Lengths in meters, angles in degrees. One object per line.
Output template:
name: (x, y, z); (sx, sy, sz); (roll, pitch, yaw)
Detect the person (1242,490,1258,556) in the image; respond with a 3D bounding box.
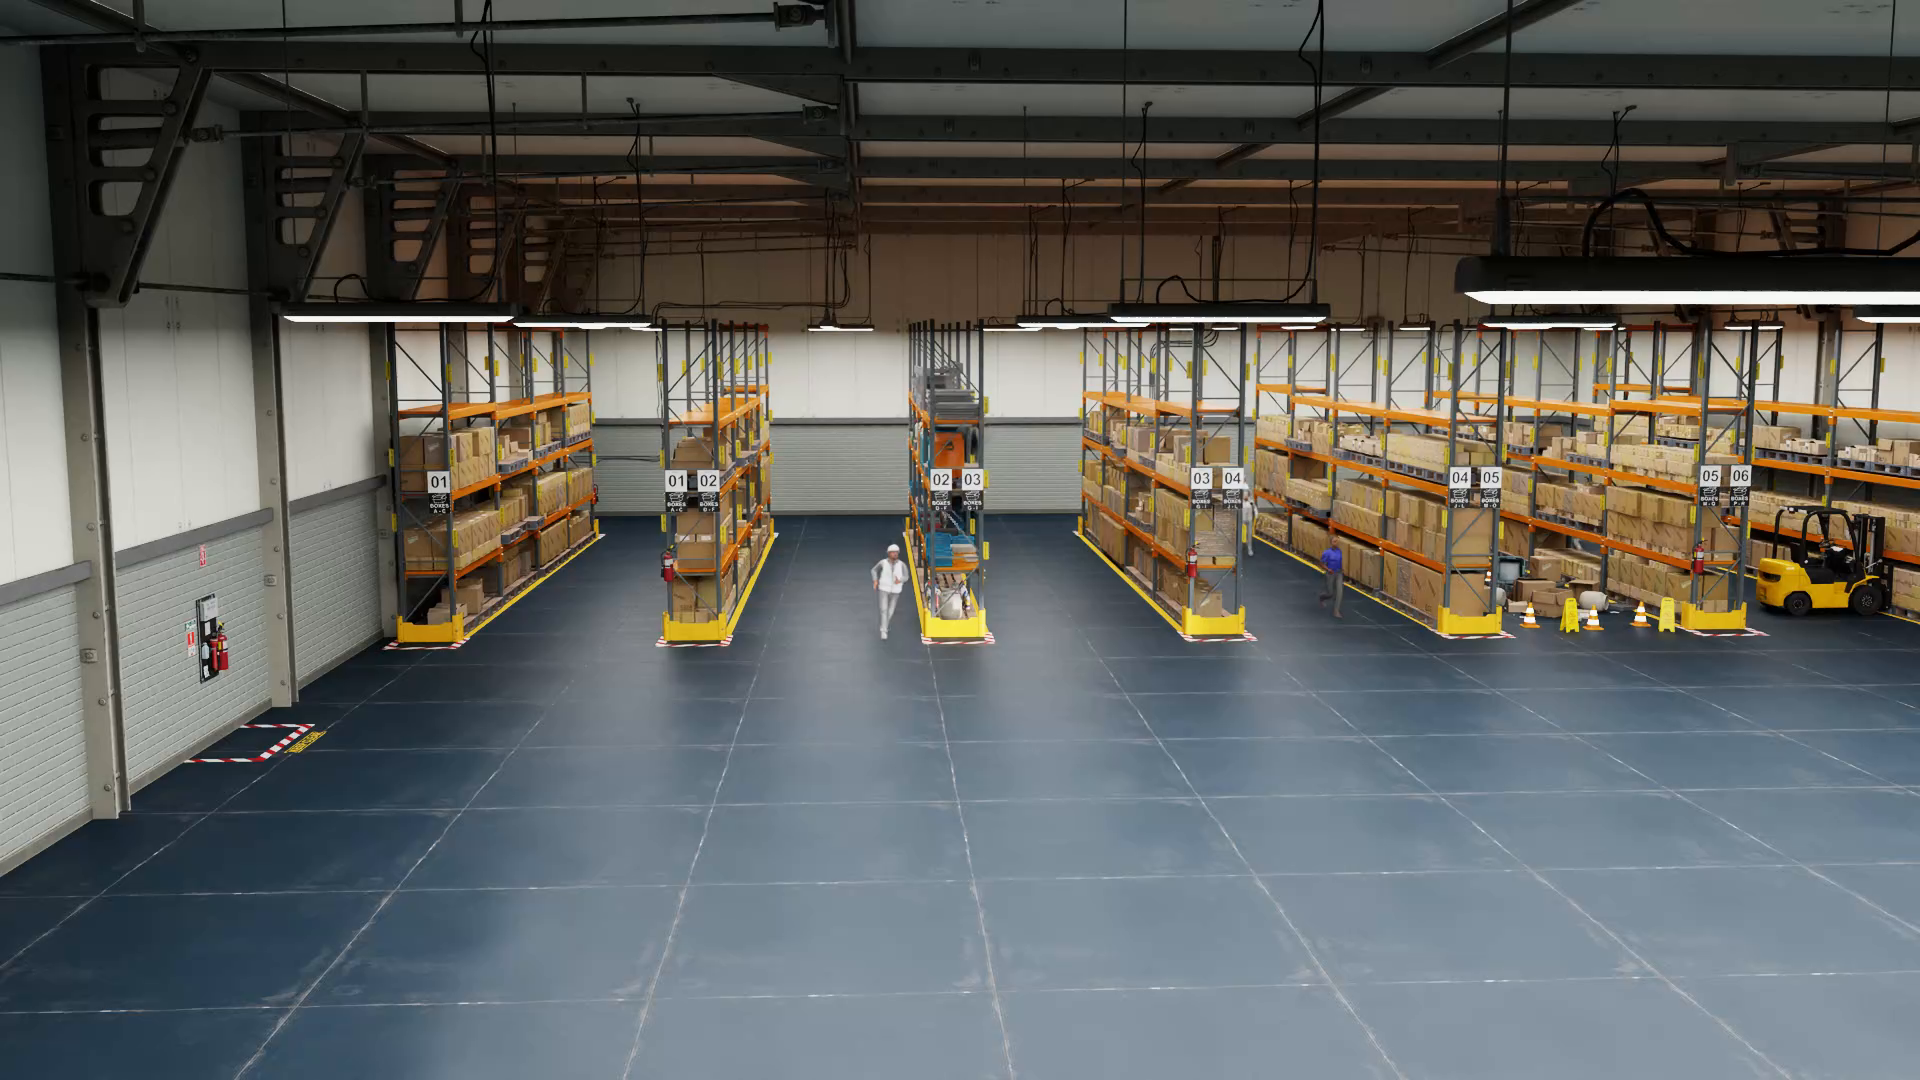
person: (7.472, -0.483, 43.330); (0.623, 1.675, 0.982); (0, 7, 1)

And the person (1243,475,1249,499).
person: (8.386, -1.097, 49.018); (0.754, 1.644, 0.655); (-1, 7, -6)

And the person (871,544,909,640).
person: (-1.308, 0.948, 31.469); (0.687, 1.736, 0.968); (-2, 7, -13)

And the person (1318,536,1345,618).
person: (7.603, 0.741, 33.908); (0.578, 1.641, 0.769); (-2, 7, -17)

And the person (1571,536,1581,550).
person: (15.881, -0.352, 42.657); (0.574, 1.644, 0.618); (-1, 7, -5)
